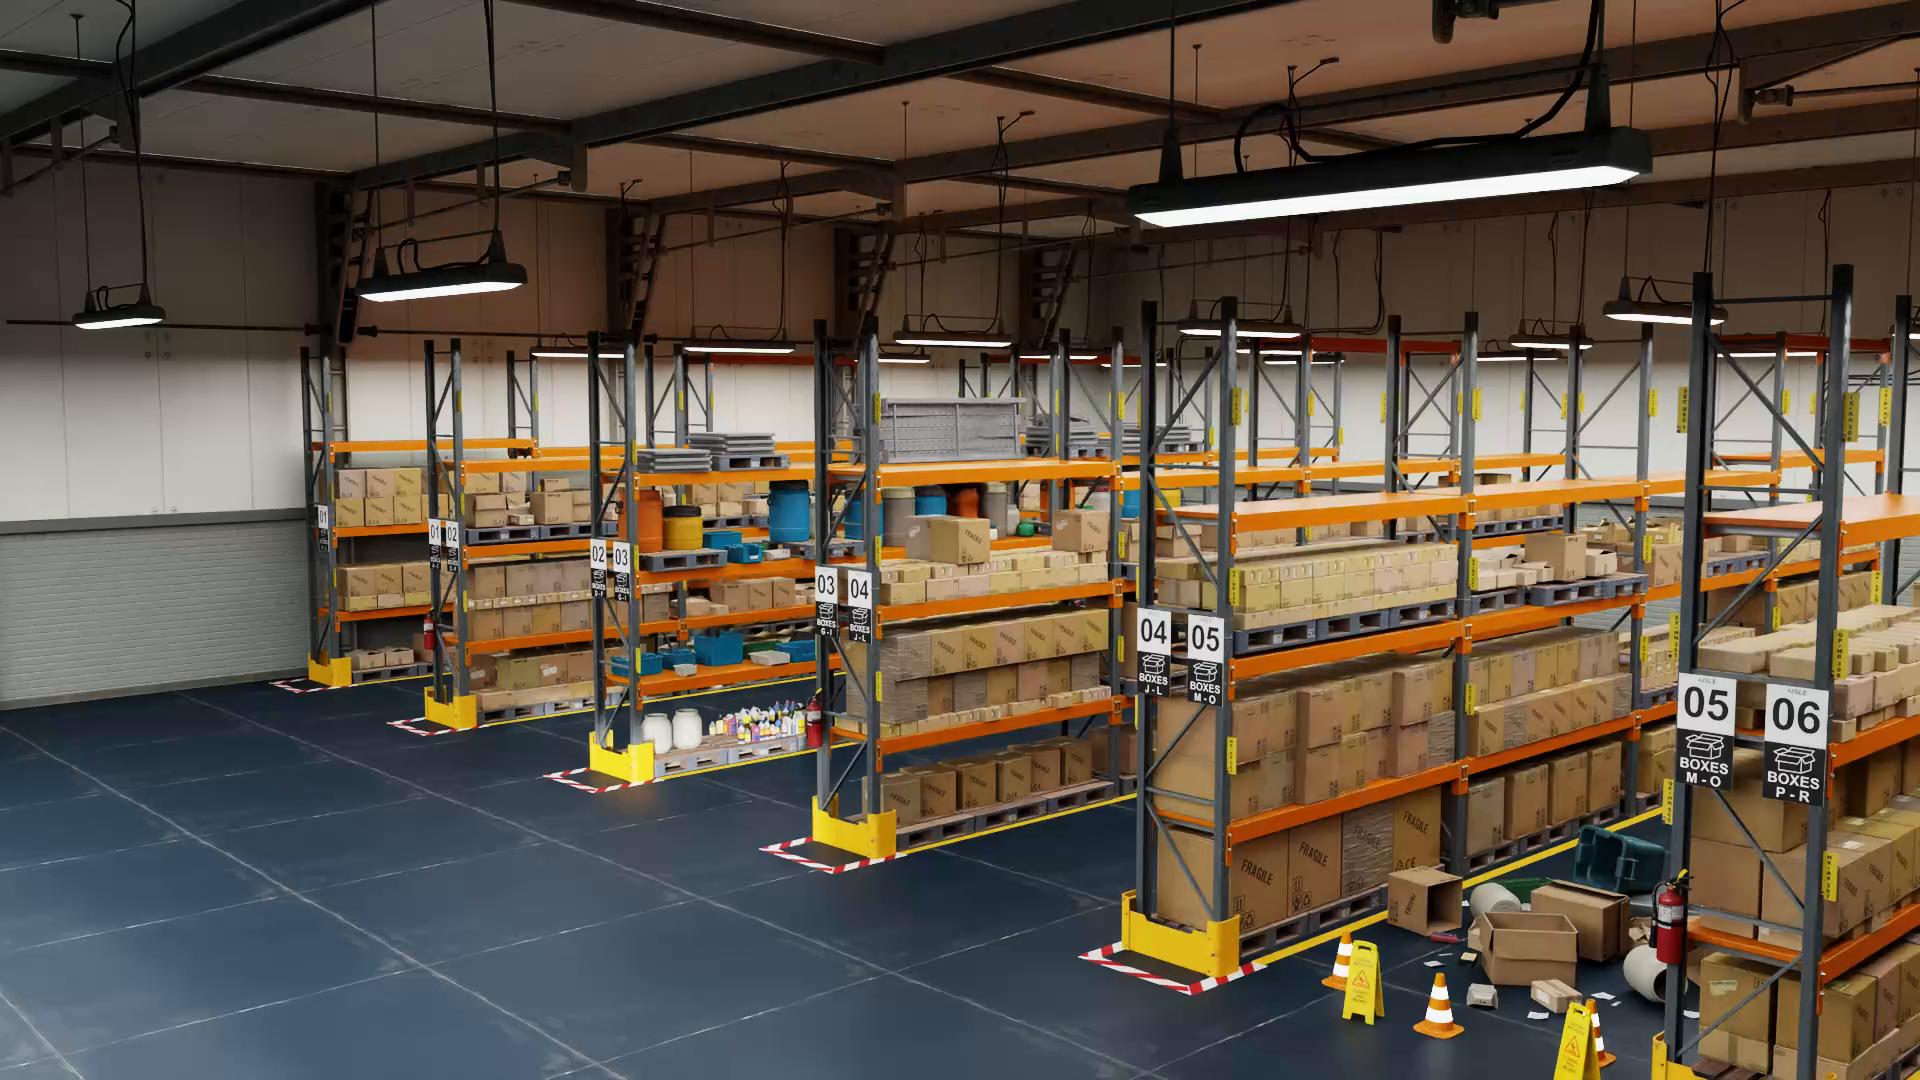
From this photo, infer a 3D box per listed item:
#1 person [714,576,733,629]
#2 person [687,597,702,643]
[{"bbox_3d":[-4.496,1.457,32.423,0.690,1.740,0.818,4,6,39],"label":"person"},{"bbox_3d":[-4.986,1.728,31.325,0.532,1.363,0.616,3,6,28],"label":"person"}]
